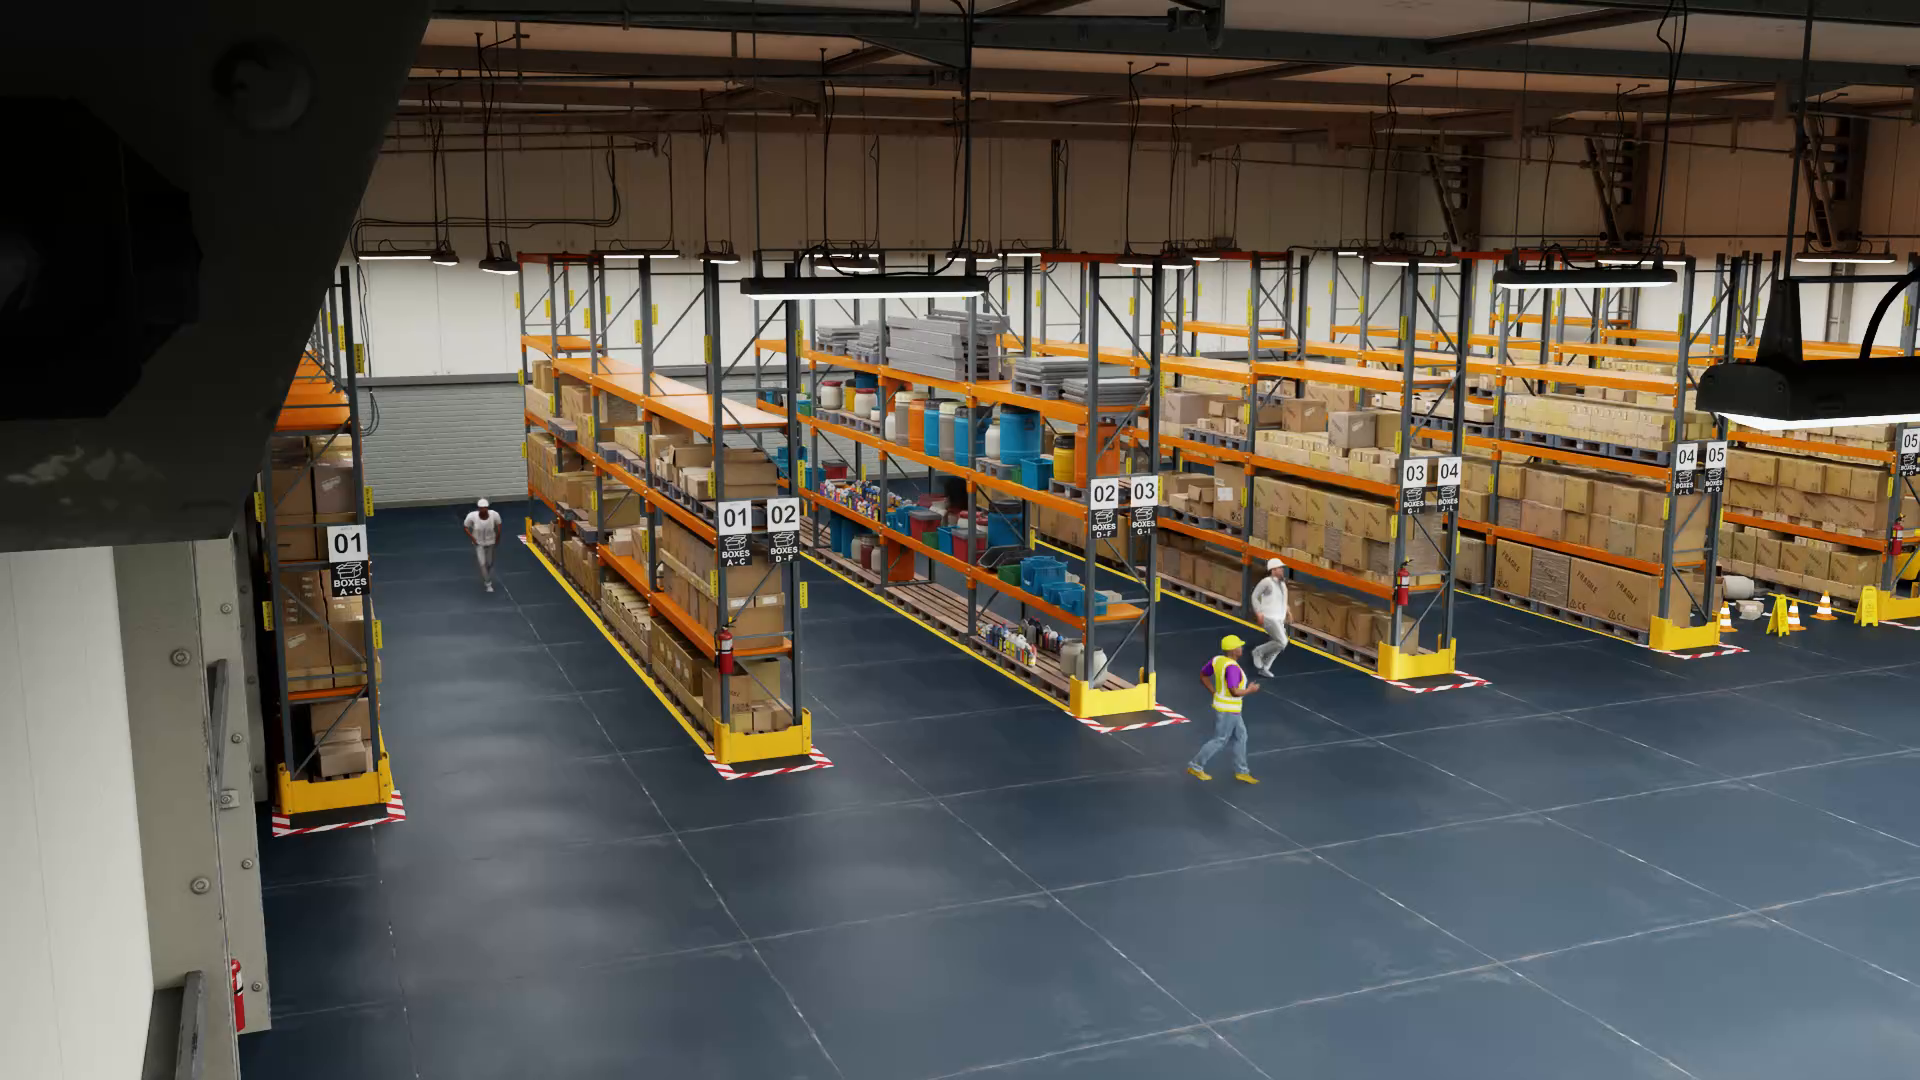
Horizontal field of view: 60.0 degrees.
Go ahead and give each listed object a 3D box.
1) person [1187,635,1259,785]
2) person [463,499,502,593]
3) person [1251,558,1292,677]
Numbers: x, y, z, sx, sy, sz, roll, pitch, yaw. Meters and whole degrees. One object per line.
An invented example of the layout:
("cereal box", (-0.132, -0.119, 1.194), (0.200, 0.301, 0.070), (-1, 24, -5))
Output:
("person", (3.080, 1.993, 19.238), (0.869, 1.809, 0.669), (0, 10, -2))
("person", (-8.609, 0.063, 30.035), (0.673, 1.707, 0.872), (-4, 11, -19))
("person", (4.603, 1.123, 24.184), (0.527, 1.700, 0.684), (9, 14, 42))
